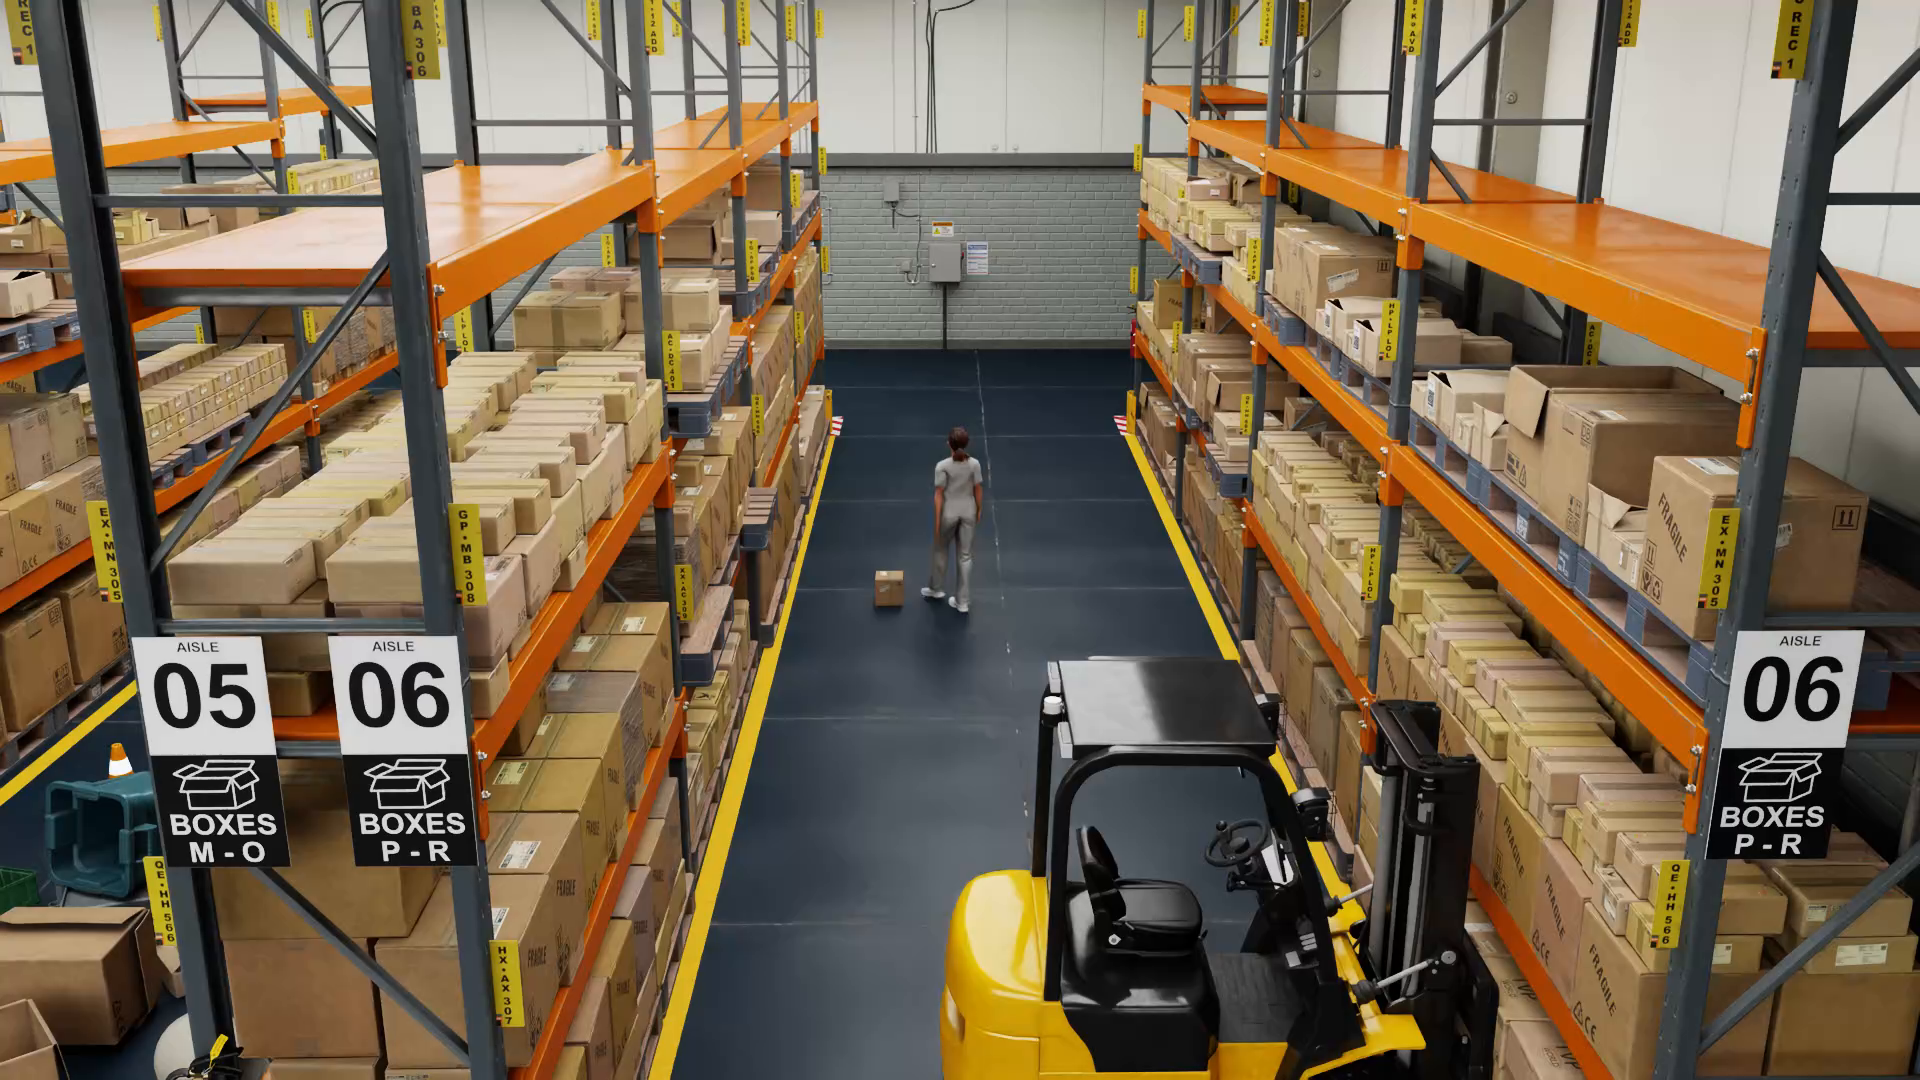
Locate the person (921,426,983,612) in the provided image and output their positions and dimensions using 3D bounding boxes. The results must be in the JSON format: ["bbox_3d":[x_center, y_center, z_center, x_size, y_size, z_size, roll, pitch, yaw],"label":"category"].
[{"bbox_3d":[-0.060,-0.232,14.786,0.484,1.659,0.658,-4,18,-12],"label":"person"}]
